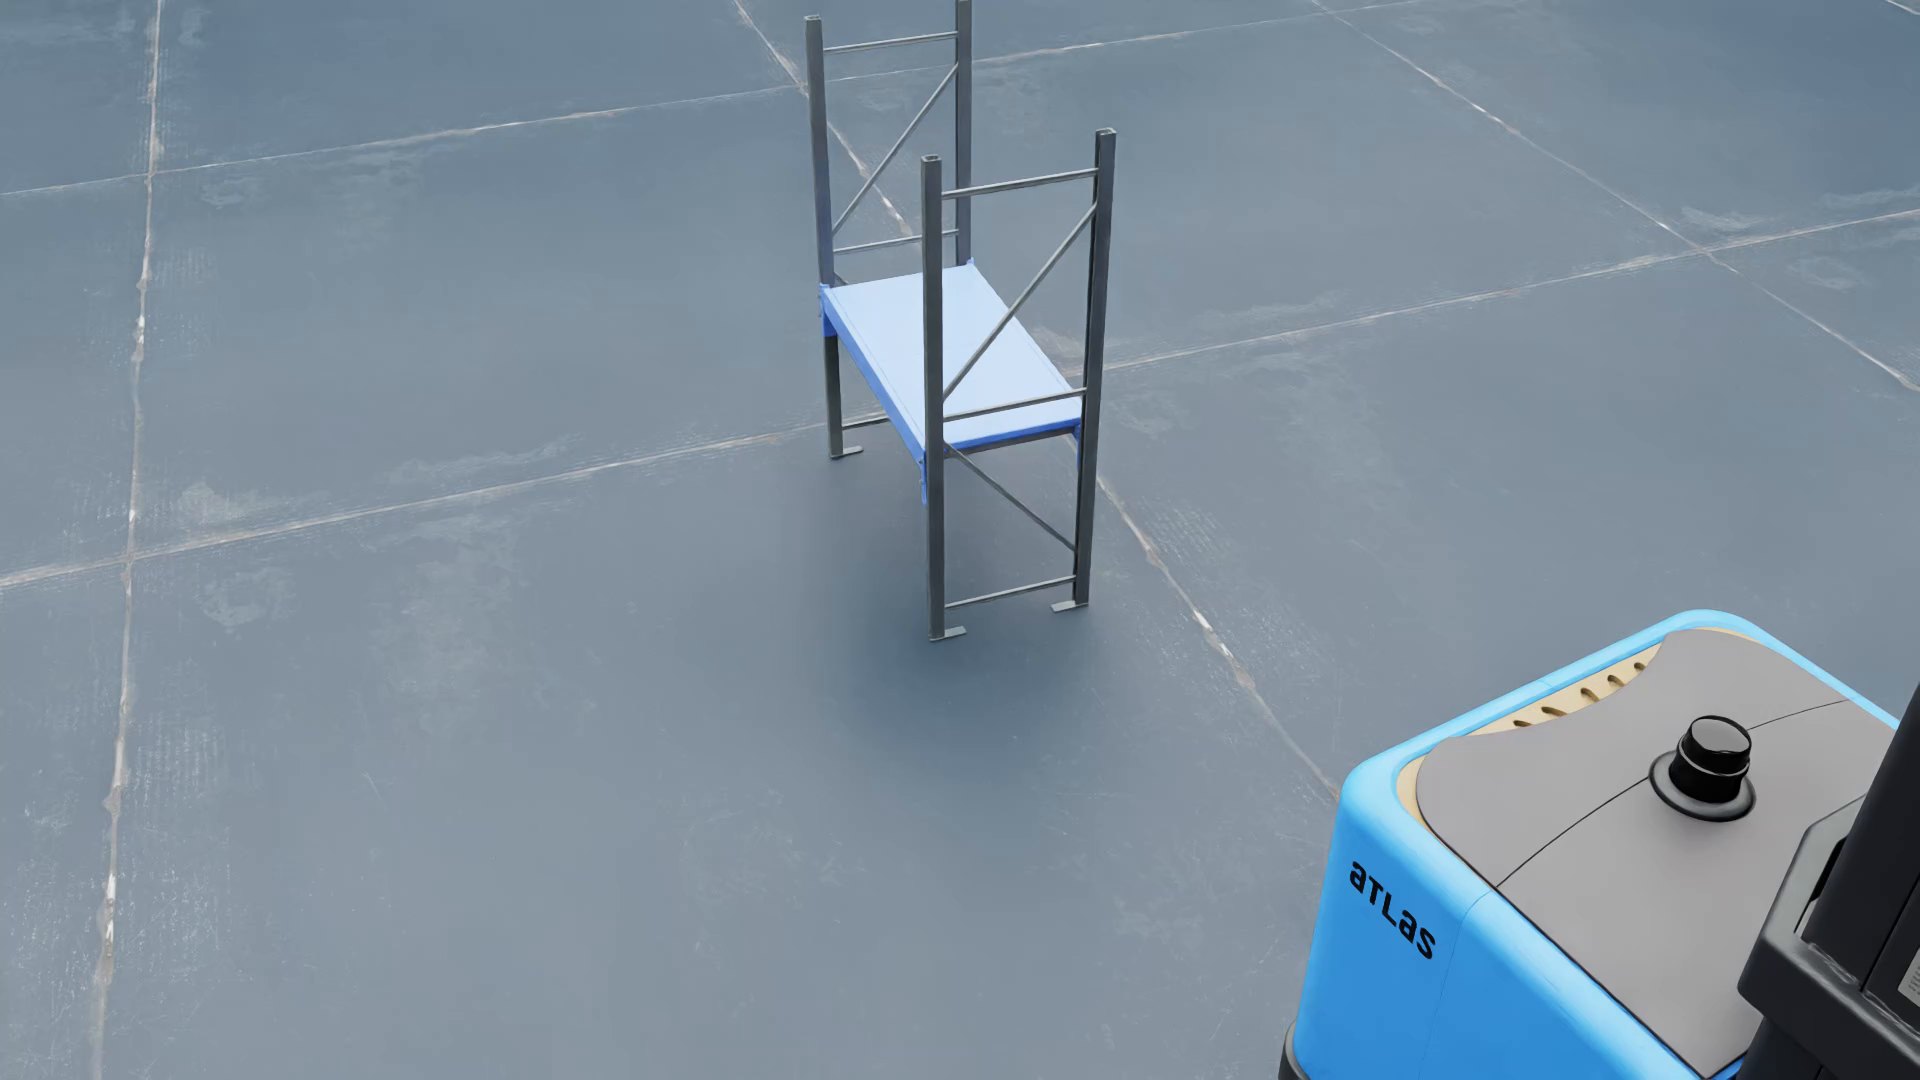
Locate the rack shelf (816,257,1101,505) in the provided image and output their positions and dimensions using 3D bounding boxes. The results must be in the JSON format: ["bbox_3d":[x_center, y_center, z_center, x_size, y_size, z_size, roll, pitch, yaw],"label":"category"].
[{"bbox_3d":[-0.029,-0.504,4.971,0.538,0.185,1.000,-12,39,-16],"label":"rack shelf"}]

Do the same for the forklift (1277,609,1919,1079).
[{"bbox_3d":[1.837,0.713,1.867,1.130,2.935,3.031,-19,41,-24],"label":"forklift"}]

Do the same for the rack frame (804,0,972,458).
[{"bbox_3d":[-0.204,-0.934,5.244,0.500,1.500,0.032,-12,39,-16],"label":"rack frame"}]

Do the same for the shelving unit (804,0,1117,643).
[{"bbox_3d":[-0.029,-0.647,4.863,0.538,1.500,1.048,-12,39,-16],"label":"shelving unit"}]

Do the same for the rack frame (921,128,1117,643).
[{"bbox_3d":[0.146,-0.360,4.481,0.500,1.500,0.032,-12,39,-16],"label":"rack frame"}]
